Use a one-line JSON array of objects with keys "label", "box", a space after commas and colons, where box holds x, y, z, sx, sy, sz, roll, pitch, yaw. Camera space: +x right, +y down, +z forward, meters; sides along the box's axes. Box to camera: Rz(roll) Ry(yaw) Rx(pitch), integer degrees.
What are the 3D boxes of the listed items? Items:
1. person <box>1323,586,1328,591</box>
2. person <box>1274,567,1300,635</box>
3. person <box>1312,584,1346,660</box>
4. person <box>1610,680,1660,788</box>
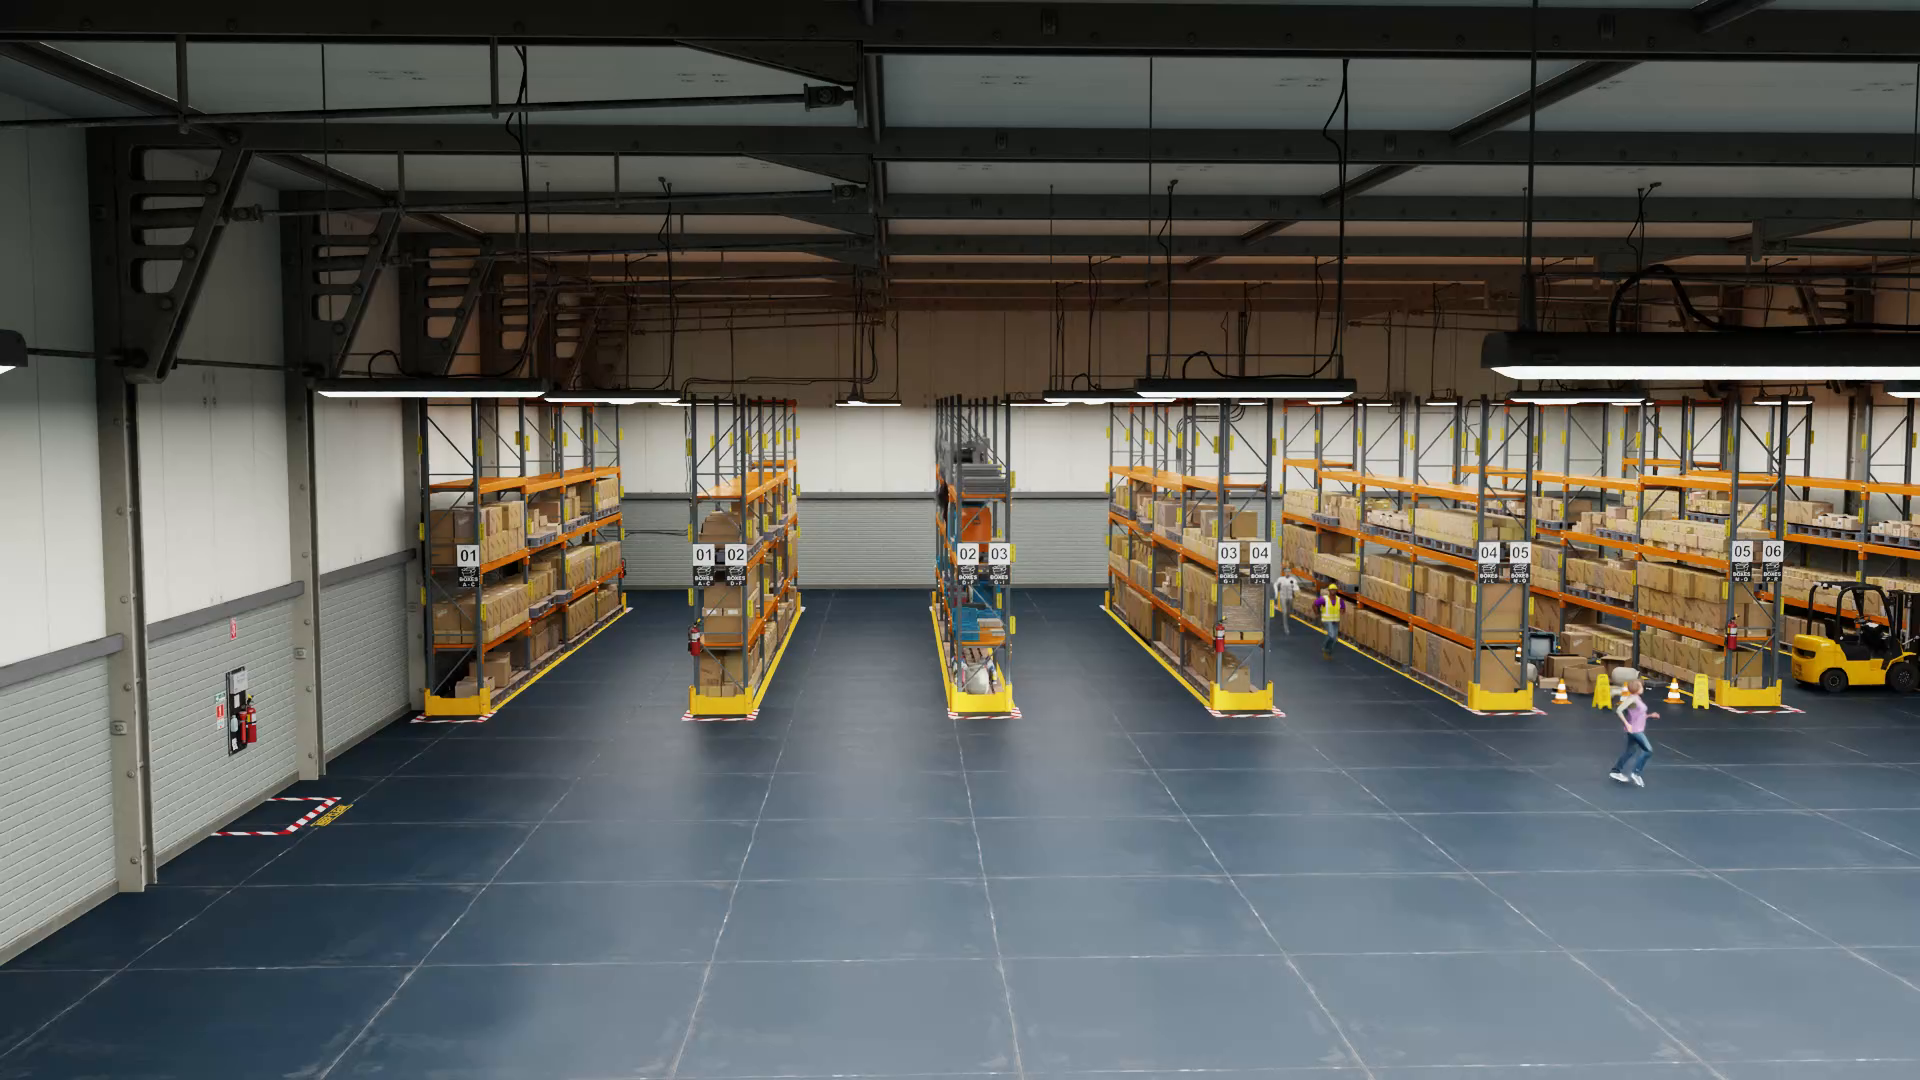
[{"label": "person", "box": [10.867, 1.041, 48.728, 0.701, 1.737, 0.893, -3, 6, -36]}, {"label": "person", "box": [8.343, 1.518, 42.450, 0.600, 1.687, 0.909, 0, 4, 0]}, {"label": "person", "box": [8.446, 1.868, 37.794, 0.692, 1.737, 0.660, -1, 5, -15]}, {"label": "person", "box": [10.254, 2.938, 25.264, 0.691, 1.621, 0.505, 2, 5, 26]}]
